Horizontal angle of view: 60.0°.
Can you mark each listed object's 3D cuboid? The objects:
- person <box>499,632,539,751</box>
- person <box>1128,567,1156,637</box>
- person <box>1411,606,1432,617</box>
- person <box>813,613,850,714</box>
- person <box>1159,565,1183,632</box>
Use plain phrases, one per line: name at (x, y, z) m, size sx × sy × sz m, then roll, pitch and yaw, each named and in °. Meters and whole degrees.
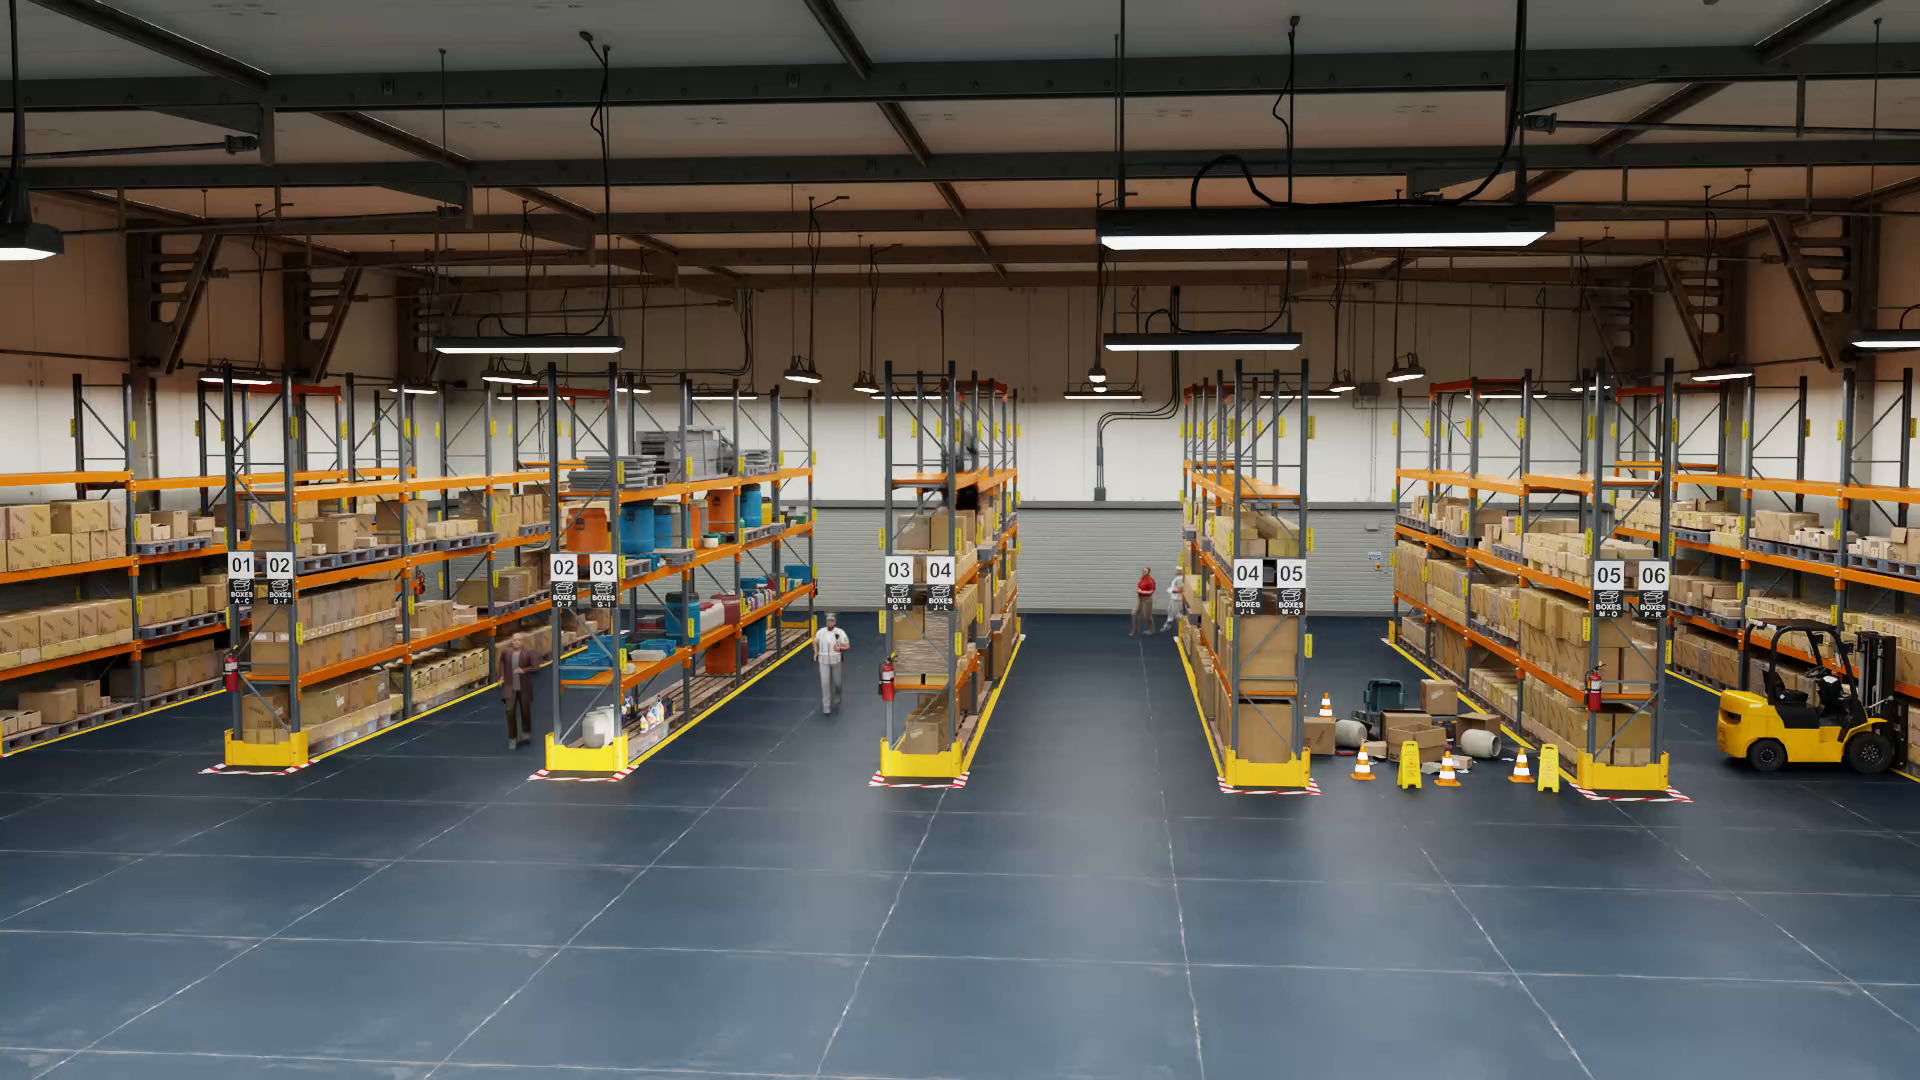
person at (-6.987, 2.380, 26.352) m, size 0.666 × 1.847 × 0.937 m, roll 0°, pitch 4°, yaw -6°
person at (4.529, 1.522, 40.366) m, size 0.721 × 1.765 × 0.767 m, roll -3°, pitch 5°, yaw -42°
person at (11.211, 1.436, 40.422) m, size 0.729 × 1.729 × 1.007 m, roll -4°, pitch 5°, yaw -44°
person at (-2.301, 2.164, 29.614) m, size 0.673 × 1.755 × 0.944 m, roll 0°, pitch 4°, yaw 0°
person at (5.255, 1.443, 40.855) m, size 0.811 × 1.737 × 0.775 m, roll 1°, pitch 4°, yaw 14°
